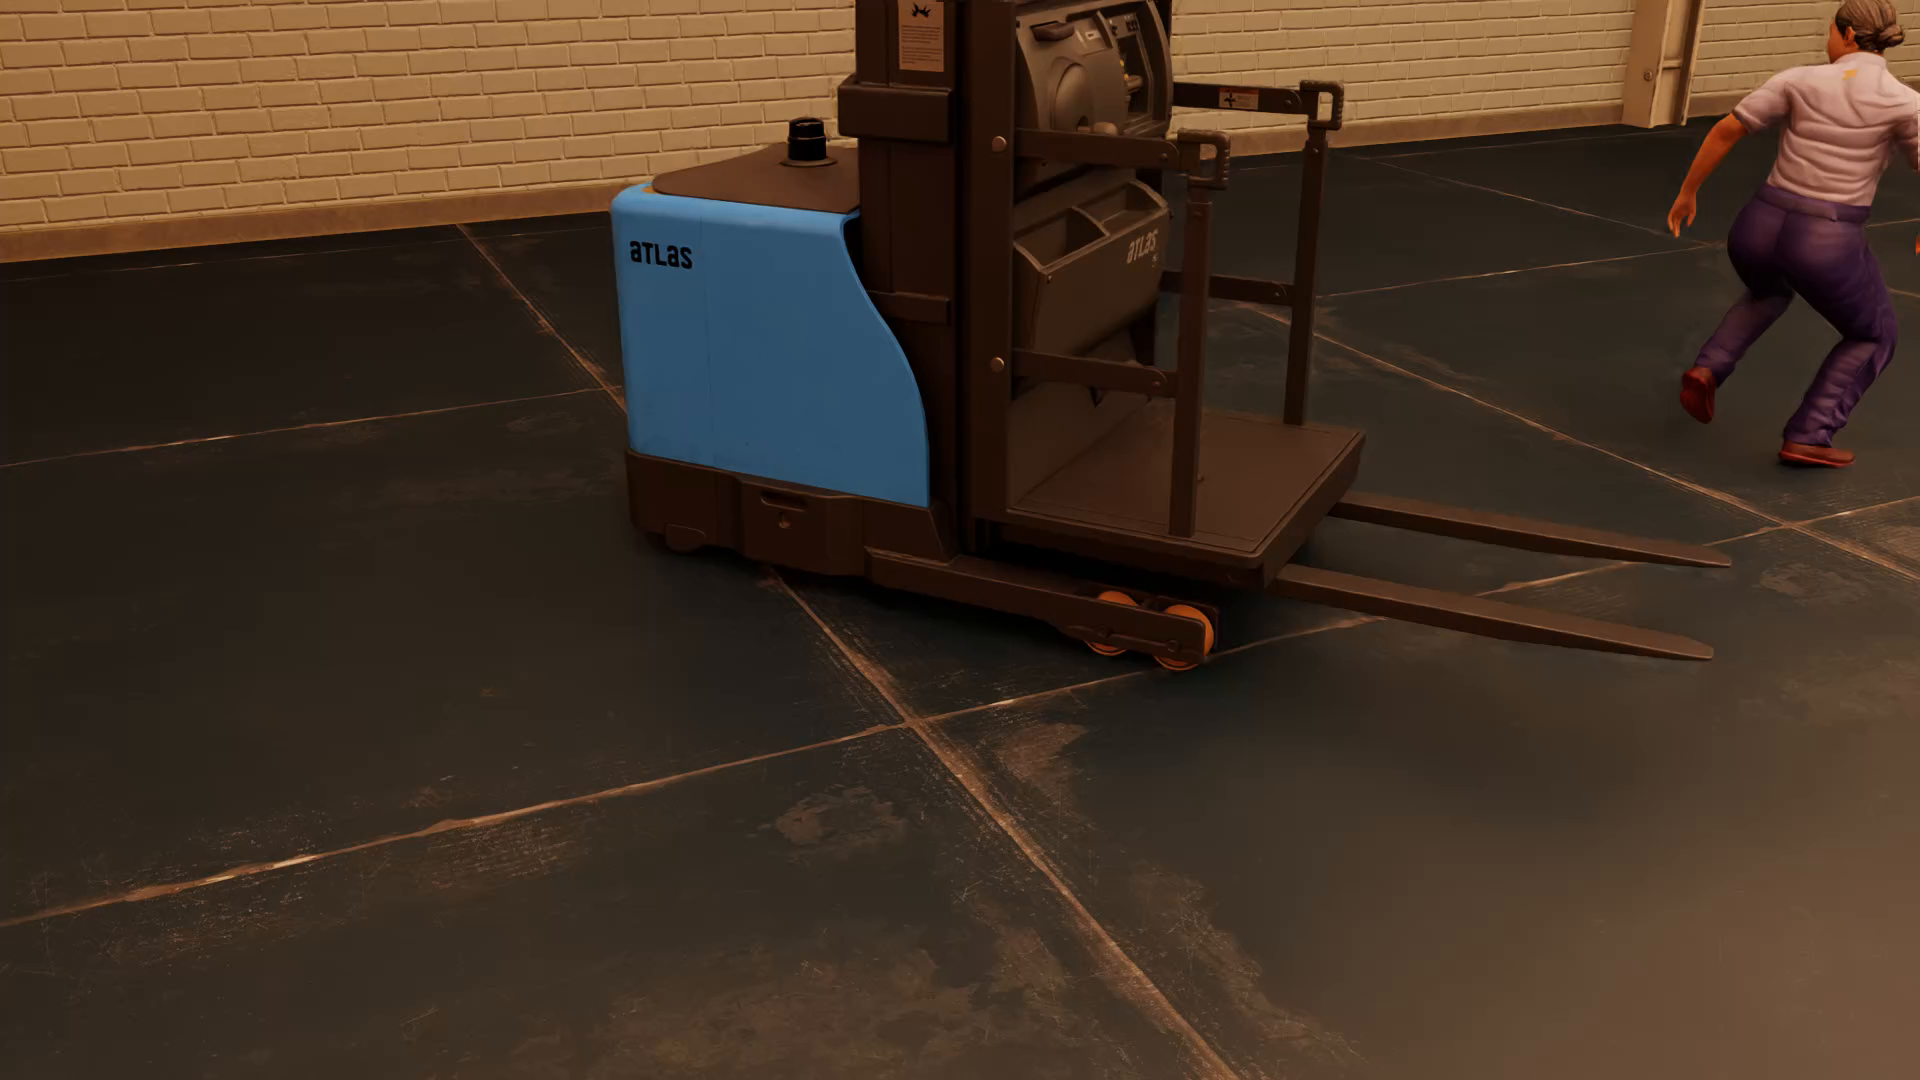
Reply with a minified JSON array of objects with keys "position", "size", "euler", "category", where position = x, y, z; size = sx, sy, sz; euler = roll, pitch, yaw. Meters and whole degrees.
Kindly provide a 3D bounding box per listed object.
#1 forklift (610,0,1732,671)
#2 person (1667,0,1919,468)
[{"position":[0.546,-1.249,4.292],"size":[3.031,2.935,1.130],"euler":[11,25,25],"category":"forklift"},{"position":[2.863,-1.031,5.603],"size":[0.555,1.559,0.755],"euler":[-17,28,-34],"category":"person"}]
